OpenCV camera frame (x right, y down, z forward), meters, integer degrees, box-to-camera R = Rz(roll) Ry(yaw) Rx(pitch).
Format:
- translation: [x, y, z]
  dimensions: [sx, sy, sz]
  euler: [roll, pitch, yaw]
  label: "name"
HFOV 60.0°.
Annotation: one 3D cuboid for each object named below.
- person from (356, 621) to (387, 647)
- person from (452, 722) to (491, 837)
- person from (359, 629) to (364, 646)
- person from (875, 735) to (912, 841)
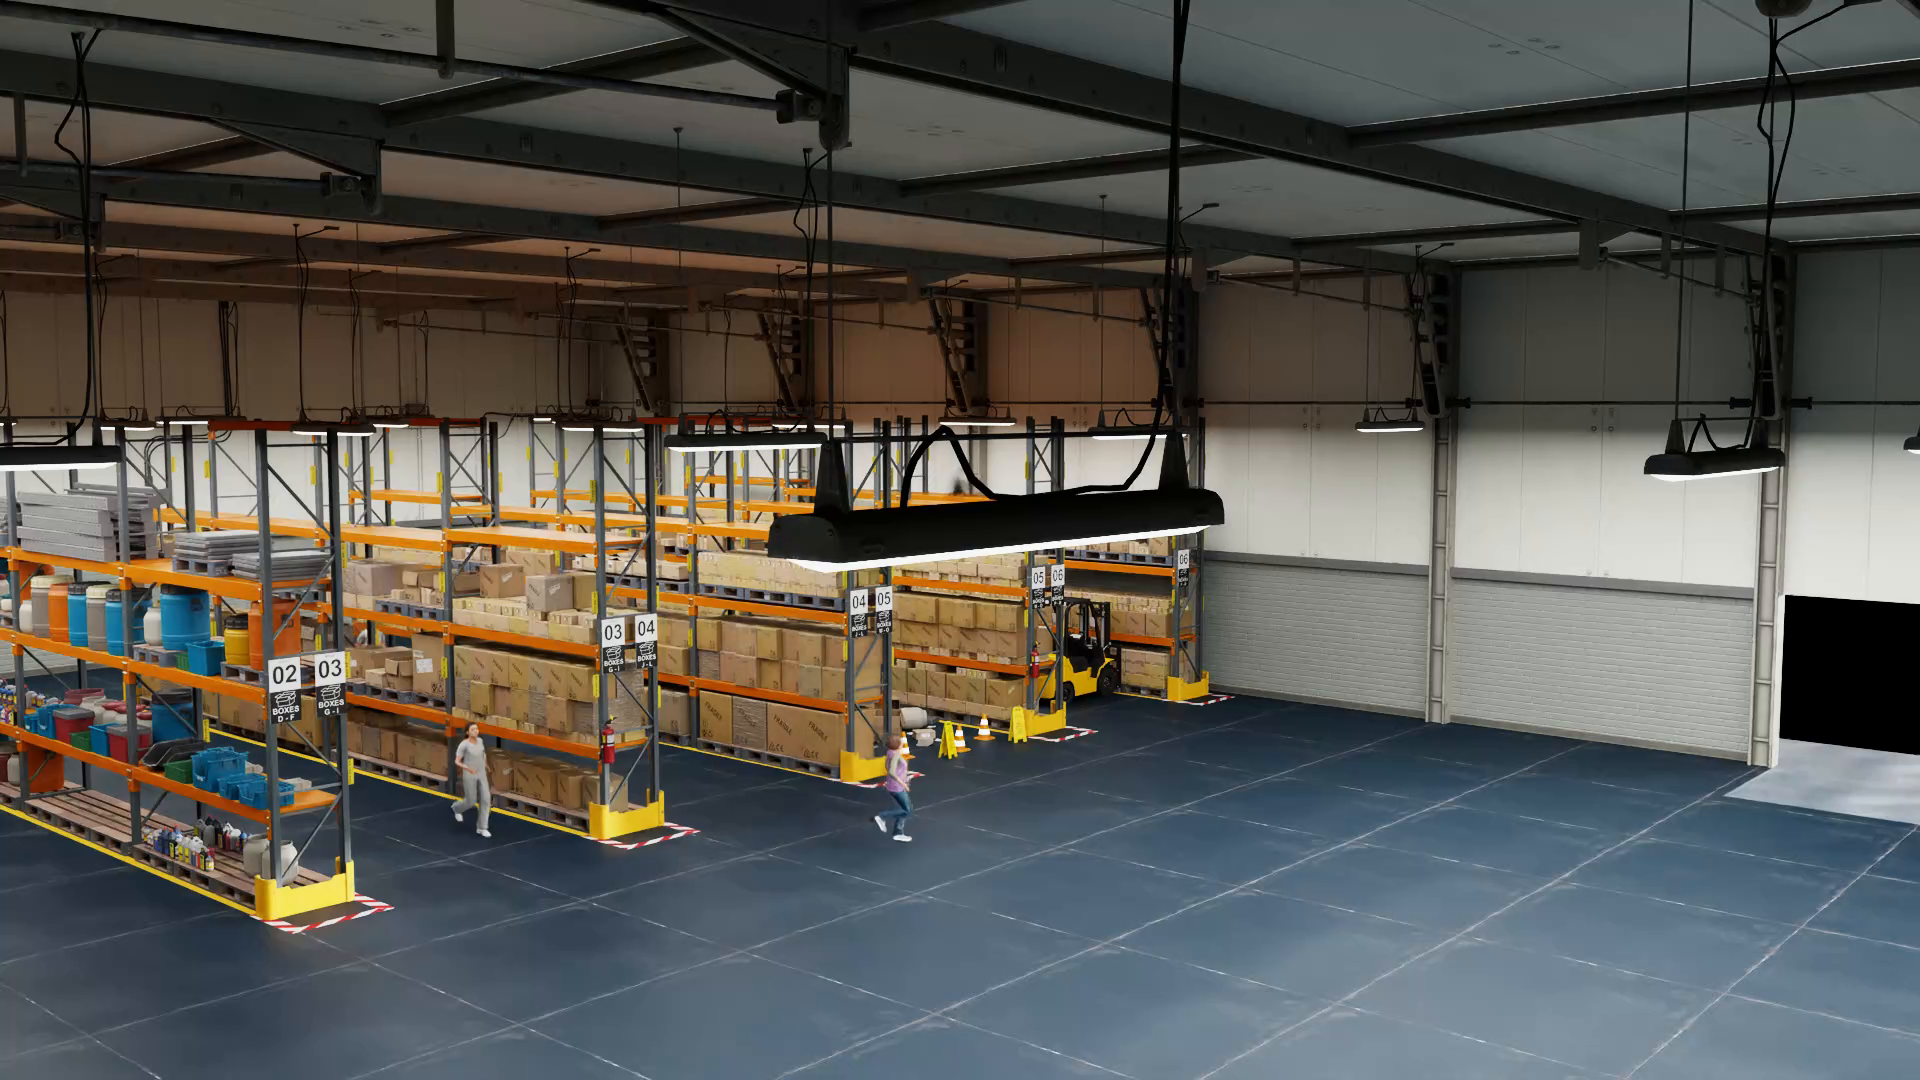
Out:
- translation: [-12.537, 2.519, 35.477]
  dimensions: [0.647, 1.755, 0.650]
  euler: [4, 6, 42]
  label: "person"
- translation: [-7.160, 3.488, 24.435]
  dimensions: [0.866, 1.664, 0.576]
  euler: [4, 6, 40]
  label: "person"
- translation: [-14.039, 2.183, 39.583]
  dimensions: [0.709, 1.733, 0.690]
  euler: [3, 6, 32]
  label: "person"
- translation: [-0.970, 3.579, 23.949]
  dimensions: [0.552, 1.557, 0.547]
  euler: [-1, 5, -12]
  label: "person"
